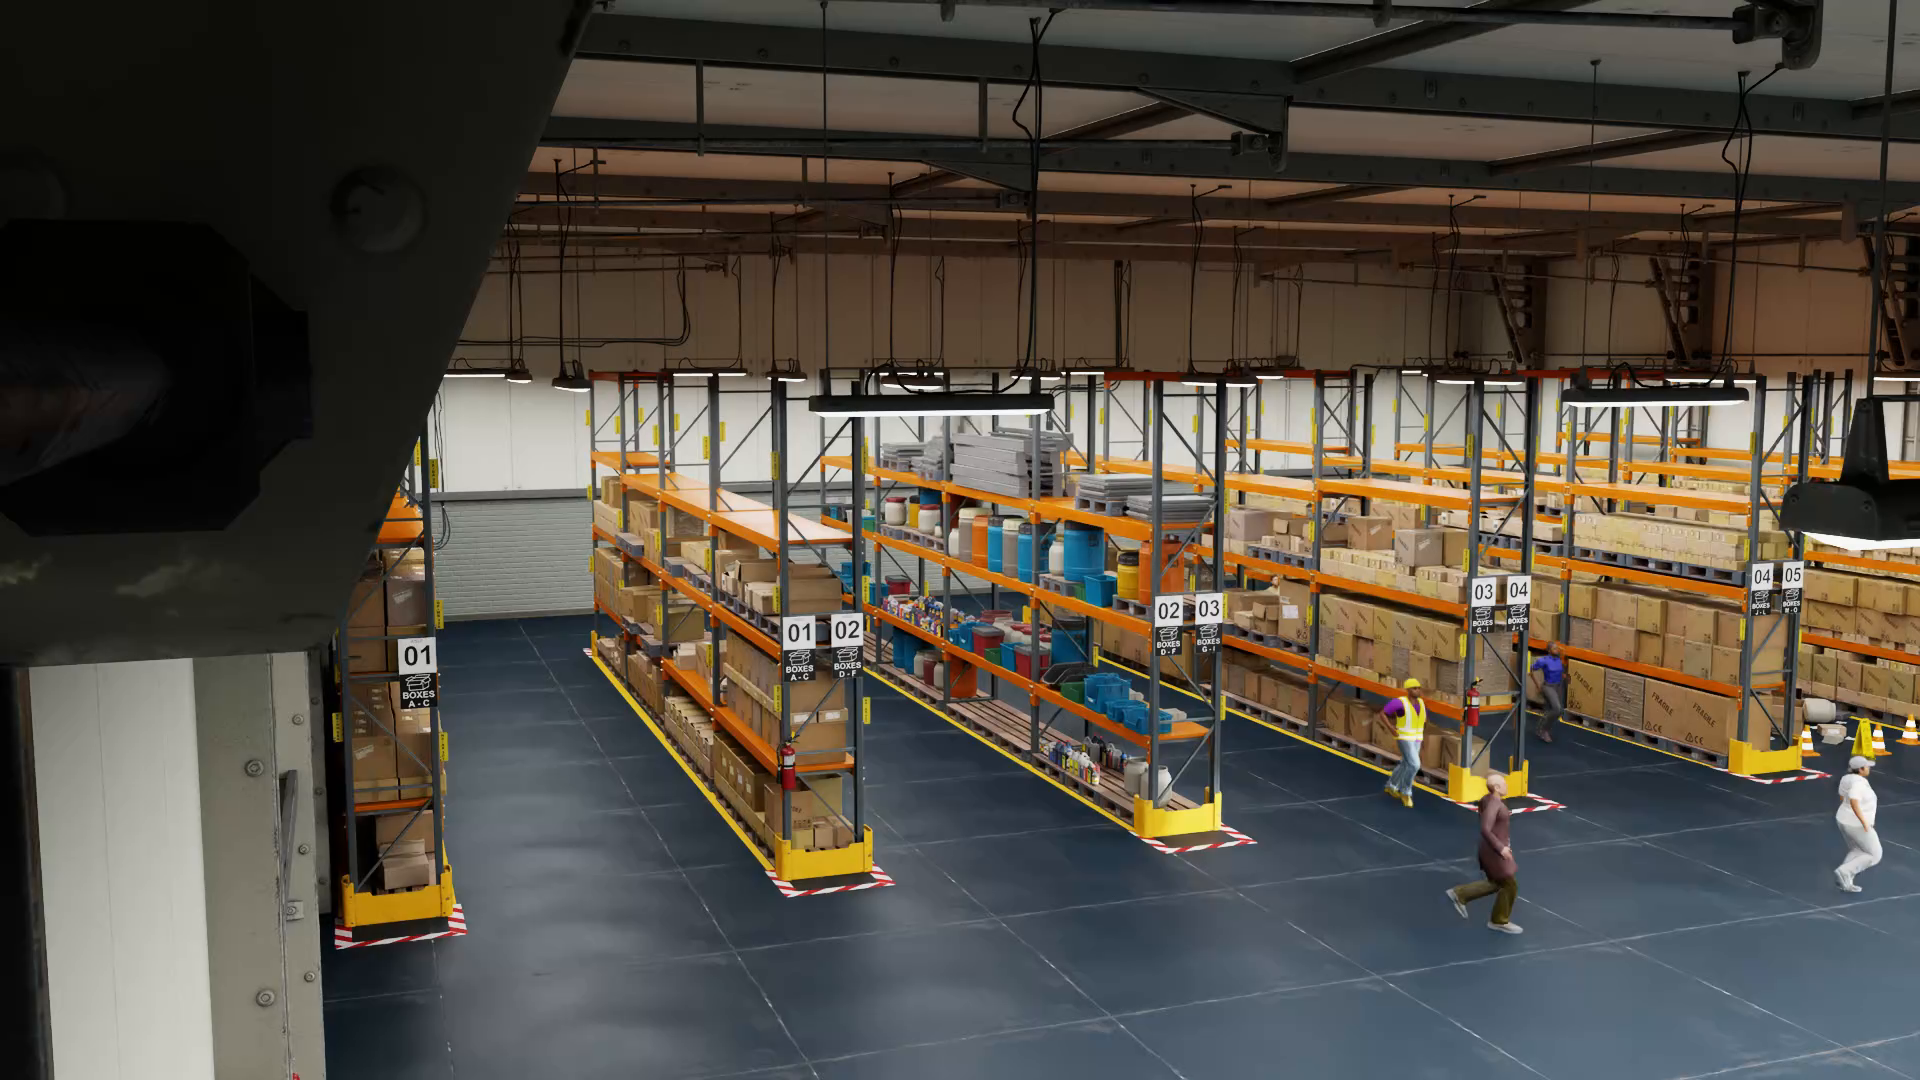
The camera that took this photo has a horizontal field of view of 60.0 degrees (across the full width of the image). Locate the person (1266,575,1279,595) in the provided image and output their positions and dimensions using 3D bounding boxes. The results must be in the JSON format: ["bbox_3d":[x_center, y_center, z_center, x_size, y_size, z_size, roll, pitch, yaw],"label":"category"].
[{"bbox_3d":[6.704,1.576,35.281,0.577,1.685,0.886,-2,7,-15],"label":"person"}]

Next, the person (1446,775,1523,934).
[{"bbox_3d":[5.792,3.484,18.295,0.817,1.660,0.731,1,6,9],"label":"person"}]

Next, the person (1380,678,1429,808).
[{"bbox_3d":[6.336,2.854,23.501,0.732,1.833,0.649,-4,7,-31],"label":"person"}]

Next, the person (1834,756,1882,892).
[{"bbox_3d":[10.557,3.347,19.566,0.499,1.632,0.610,1,6,8],"label":"person"}]

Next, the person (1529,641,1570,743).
[{"bbox_3d":[9.674,2.486,27.165,0.546,1.653,0.666,-4,7,-31],"label":"person"}]
